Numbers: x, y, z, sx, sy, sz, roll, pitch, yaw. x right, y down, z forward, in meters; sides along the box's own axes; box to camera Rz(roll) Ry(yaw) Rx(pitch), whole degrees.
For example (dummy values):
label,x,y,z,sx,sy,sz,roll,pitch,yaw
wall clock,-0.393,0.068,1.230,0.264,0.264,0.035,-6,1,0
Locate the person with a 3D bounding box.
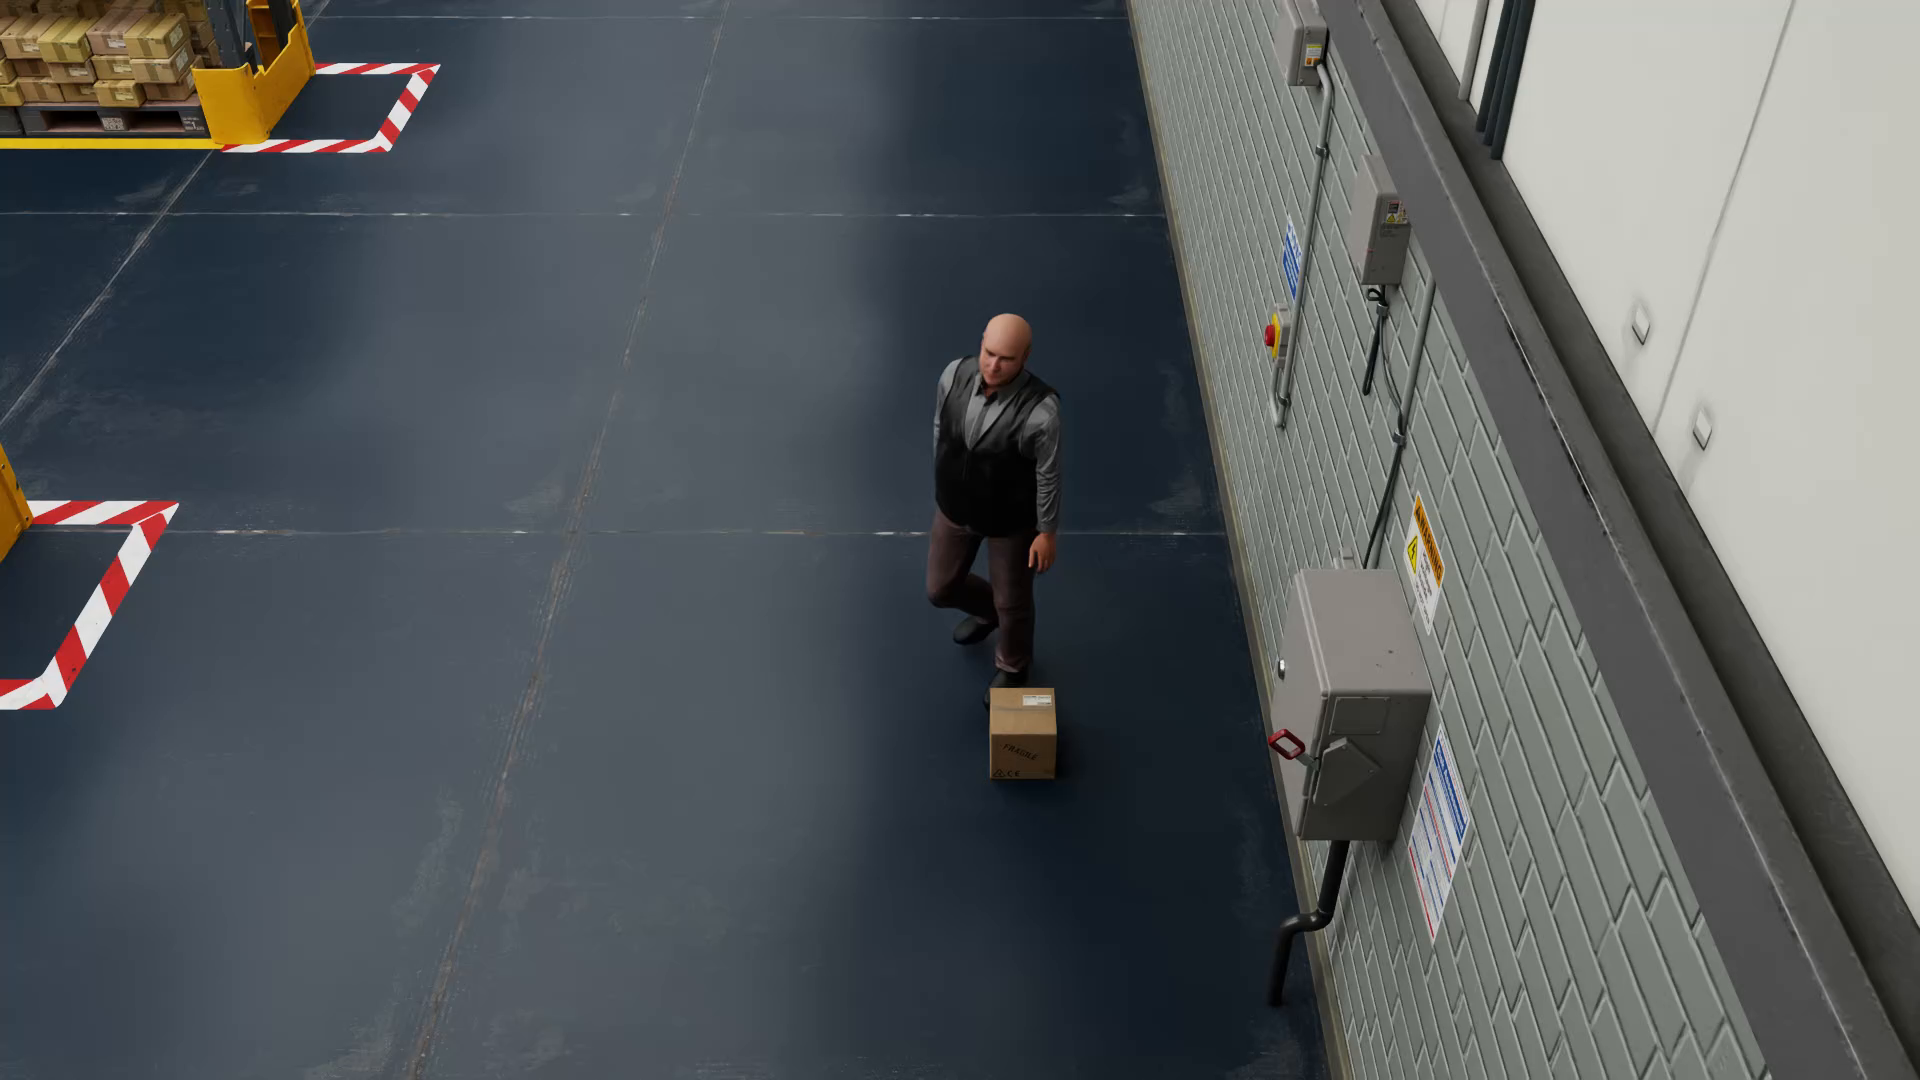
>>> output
label,x,y,z,sx,sy,sz,roll,pitch,yaw
person,0.142,-0.126,6.310,0.569,1.722,0.458,21,44,24
